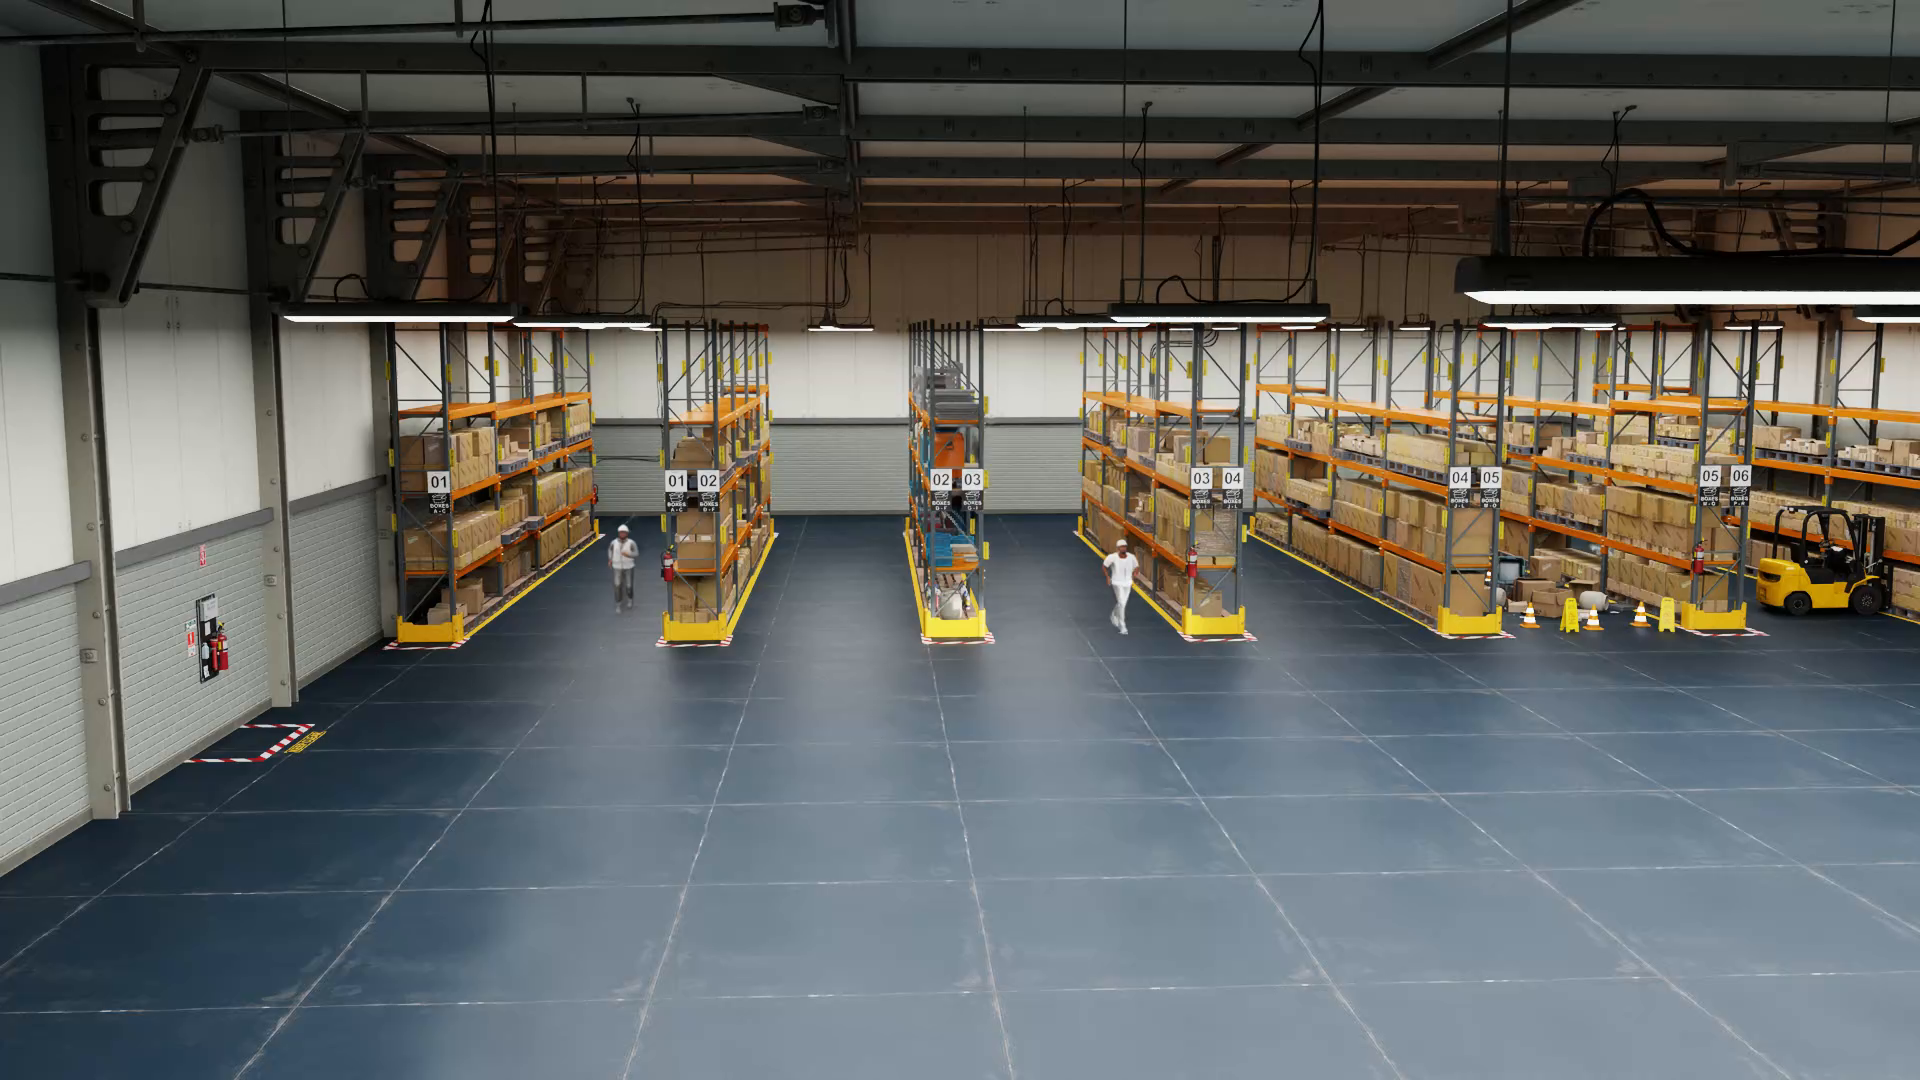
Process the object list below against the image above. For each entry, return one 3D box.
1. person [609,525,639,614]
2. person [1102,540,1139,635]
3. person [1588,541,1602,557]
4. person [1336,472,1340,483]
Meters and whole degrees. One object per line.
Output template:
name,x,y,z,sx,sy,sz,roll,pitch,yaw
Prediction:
person,-6.945,0.581,34.328,0.645,1.785,0.904,-1,7,-4
person,3.123,0.879,32.148,0.690,1.814,0.832,-3,8,-21
person,15.747,-0.197,40.939,0.651,1.747,0.692,0,7,-2
person,11.023,-1.206,49.192,0.957,1.667,0.569,0,7,-3
